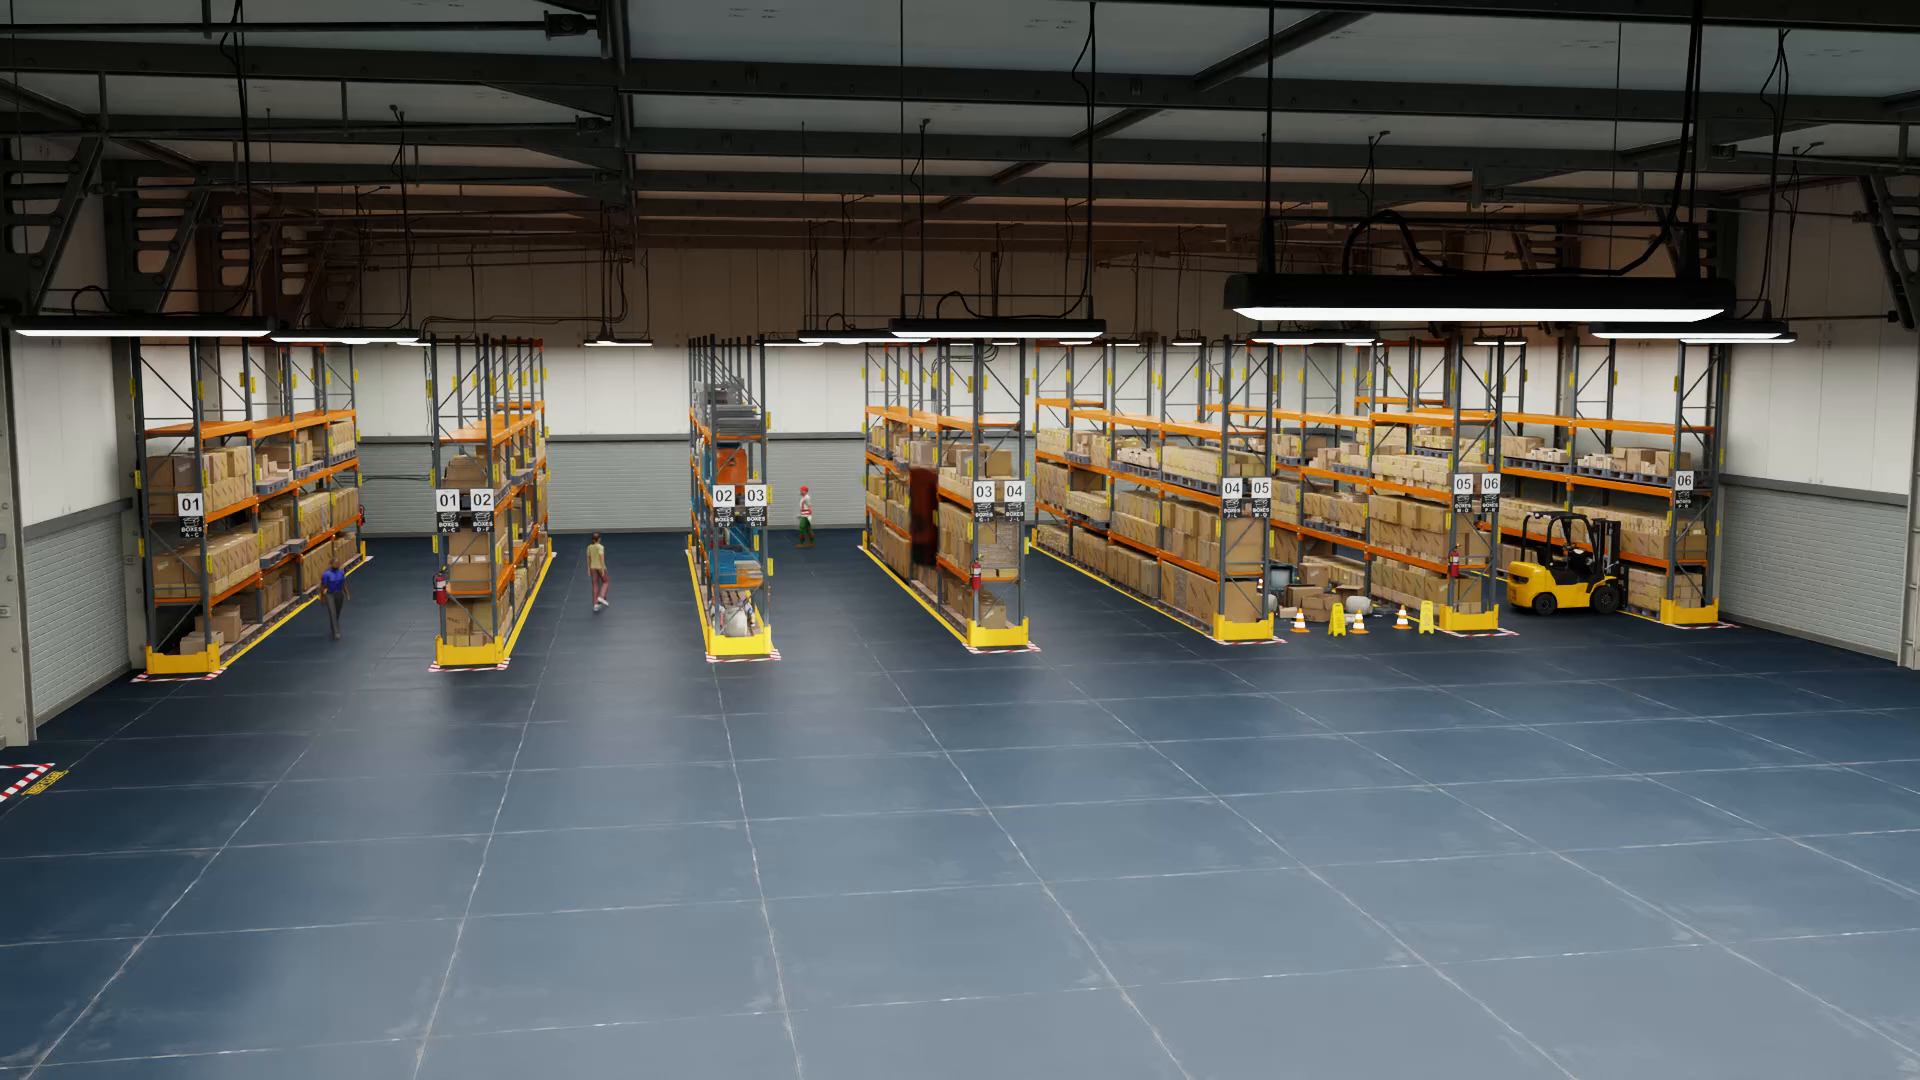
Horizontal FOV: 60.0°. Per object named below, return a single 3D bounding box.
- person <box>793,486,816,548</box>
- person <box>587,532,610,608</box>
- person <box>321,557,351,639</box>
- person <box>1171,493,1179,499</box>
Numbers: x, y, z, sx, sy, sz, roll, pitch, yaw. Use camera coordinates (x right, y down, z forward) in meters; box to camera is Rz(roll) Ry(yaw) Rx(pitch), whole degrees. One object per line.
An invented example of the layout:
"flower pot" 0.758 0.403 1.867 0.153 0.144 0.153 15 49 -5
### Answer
"person" -4.525 -0.668 48.040 0.687 1.789 0.607 -2 7 -16
"person" -8.057 0.662 36.871 0.461 1.654 0.482 1 7 7
"person" -12.432 1.125 33.064 0.527 1.592 1.078 -5 8 -37
"person" 6.113 -0.488 47.283 0.382 1.685 0.536 3 7 24
